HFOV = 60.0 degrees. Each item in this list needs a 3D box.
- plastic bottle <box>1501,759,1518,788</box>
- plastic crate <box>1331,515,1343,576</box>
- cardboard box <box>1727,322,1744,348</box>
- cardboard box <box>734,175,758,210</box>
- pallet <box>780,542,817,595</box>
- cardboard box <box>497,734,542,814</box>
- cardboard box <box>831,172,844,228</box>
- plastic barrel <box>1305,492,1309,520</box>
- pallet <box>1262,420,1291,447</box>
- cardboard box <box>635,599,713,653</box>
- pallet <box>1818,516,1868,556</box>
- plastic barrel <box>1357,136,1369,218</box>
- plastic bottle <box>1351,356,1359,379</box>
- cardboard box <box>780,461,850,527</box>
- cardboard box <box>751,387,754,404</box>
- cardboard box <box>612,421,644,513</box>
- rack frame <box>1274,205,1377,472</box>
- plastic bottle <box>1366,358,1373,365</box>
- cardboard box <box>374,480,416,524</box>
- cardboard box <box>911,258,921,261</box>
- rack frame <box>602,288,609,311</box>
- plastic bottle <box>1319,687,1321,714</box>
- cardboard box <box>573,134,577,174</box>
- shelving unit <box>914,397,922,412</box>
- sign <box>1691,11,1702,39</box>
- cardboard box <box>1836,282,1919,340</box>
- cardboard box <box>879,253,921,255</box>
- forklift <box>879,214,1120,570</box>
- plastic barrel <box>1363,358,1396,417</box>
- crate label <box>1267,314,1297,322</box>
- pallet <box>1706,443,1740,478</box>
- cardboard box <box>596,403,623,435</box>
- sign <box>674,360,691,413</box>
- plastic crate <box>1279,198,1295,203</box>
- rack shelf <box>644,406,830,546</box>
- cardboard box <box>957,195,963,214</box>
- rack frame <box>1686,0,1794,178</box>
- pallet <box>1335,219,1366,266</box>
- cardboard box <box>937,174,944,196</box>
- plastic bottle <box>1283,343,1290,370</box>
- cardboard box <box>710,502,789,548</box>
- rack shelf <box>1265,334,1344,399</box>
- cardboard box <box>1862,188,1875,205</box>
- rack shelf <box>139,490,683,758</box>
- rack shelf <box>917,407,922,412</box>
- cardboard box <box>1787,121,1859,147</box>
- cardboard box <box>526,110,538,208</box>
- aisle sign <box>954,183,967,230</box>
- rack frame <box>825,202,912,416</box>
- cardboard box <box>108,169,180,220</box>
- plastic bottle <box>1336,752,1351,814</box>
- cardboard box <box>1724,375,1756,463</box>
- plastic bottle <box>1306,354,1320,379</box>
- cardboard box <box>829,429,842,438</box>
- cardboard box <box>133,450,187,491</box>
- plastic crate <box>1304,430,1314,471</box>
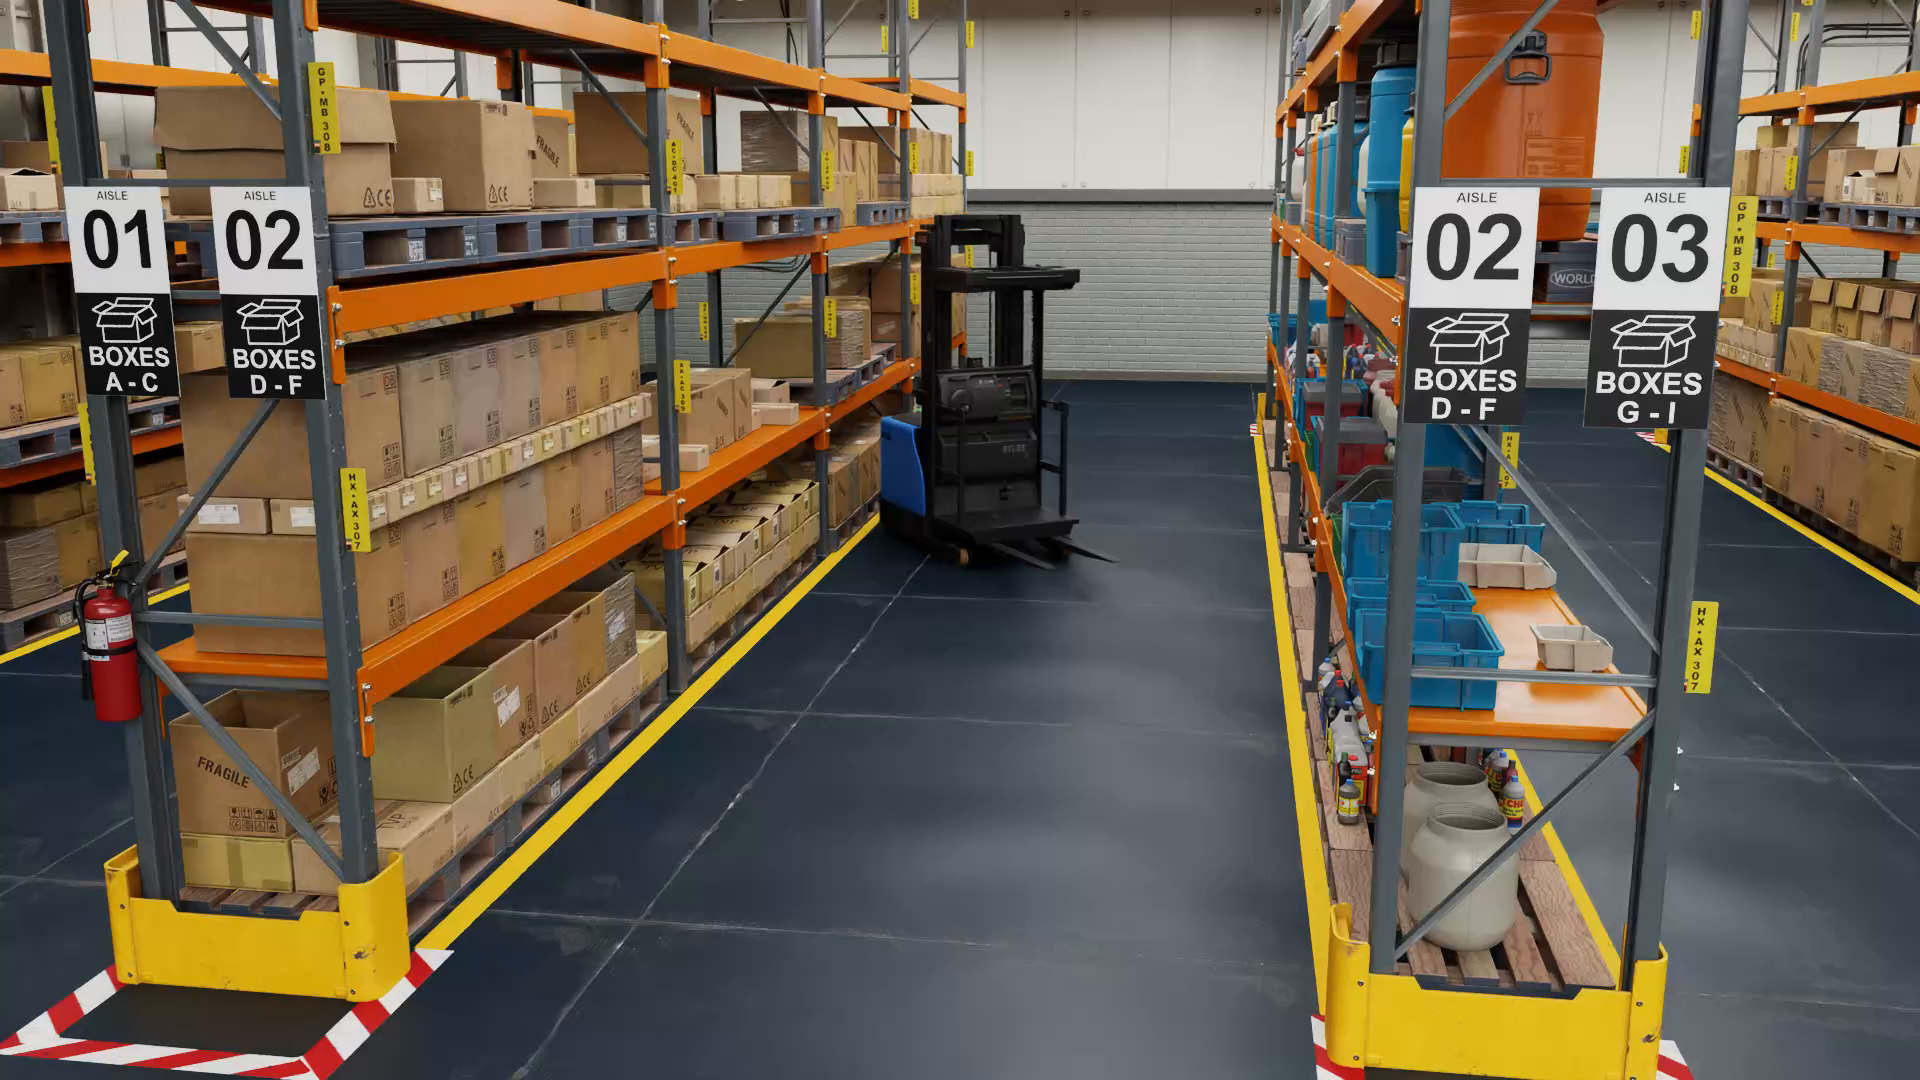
[{"bbox_3d":[2.651,1.187,8.025,0.061,0.283,0.133,2,12,10],"label":"plastic bottle"},{"bbox_3d":[2.139,0.032,8.483,0.450,0.188,0.662,2,12,9],"label":"plastic crate"},{"bbox_3d":[8.715,-2.236,18.155,0.500,0.250,0.500,2,12,10],"label":"cardboard box"},{"bbox_3d":[-1.828,-2.612,12.490,0.500,0.250,0.500,2,12,8],"label":"cardboard box"},{"bbox_3d":[-1.817,0.195,13.845,1.003,0.211,1.213,2,12,9],"label":"pallet"},{"bbox_3d":[-2.430,1.153,8.310,0.500,0.250,0.500,2,12,9],"label":"cardboard box"},{"bbox_3d":[-1.540,-3.052,14.934,0.910,0.500,0.500,2,12,9],"label":"cardboard box"},{"bbox_3d":[3.299,-0.389,14.844,0.421,0.512,0.421,0,12,0],"label":"plastic barrel"},{"bbox_3d":[4.307,-1.309,20.823,1.003,0.211,1.213,2,12,9],"label":"pallet"},{"bbox_3d":[-1.961,0.557,11.075,0.500,0.250,0.500,2,12,7],"label":"cardboard box"},{"bbox_3d":[8.521,-0.069,15.067,1.003,0.211,1.213,2,12,9],"label":"pallet"},{"bbox_3d":[2.366,-1.988,8.971,0.421,0.512,0.421,0,12,0],"label":"plastic barrel"},{"bbox_3d":[3.835,-1.646,16.071,0.097,0.271,0.097,0,12,0],"label":"plastic bottle"},{"bbox_3d":[-1.300,-0.417,14.955,0.500,0.500,0.500,2,12,11],"label":"cardboard box"},{"bbox_3d":[-1.981,-1.115,13.516,0.500,0.311,0.500,2,12,8],"label":"cardboard box"},{"bbox_3d":[-2.329,-0.462,10.037,0.700,0.500,0.500,2,12,7],"label":"cardboard box"},{"bbox_3d":[3.857,-2.010,17.456,1.000,3.000,0.127,2,12,9],"label":"rack frame"},{"bbox_3d":[3.926,-1.599,15.846,0.152,0.276,0.135,2,12,9],"label":"plastic bottle"},{"bbox_3d":[-2.572,-0.169,7.137,0.380,0.149,0.250,2,12,7],"label":"cardboard box"},{"bbox_3d":[-0.450,-3.120,19.996,0.500,0.500,0.500,2,12,10],"label":"cardboard box"},{"bbox_3d":[-5.317,-3.164,22.810,1.000,3.000,0.127,2,12,9],"label":"rack frame"},{"bbox_3d":[2.113,0.903,9.539,0.097,0.201,0.097,0,12,0],"label":"plastic bottle"},{"bbox_3d":[-5.160,-5.016,21.628,0.500,0.500,0.500,2,12,8],"label":"cardboard box"},{"bbox_3d":[-0.234,-0.817,16.192,0.258,1.200,0.503,5,13,21],"label":"shelving unit"},{"bbox_3d":[8.819,-6.168,19.918,0.100,0.325,0.005,2,12,9],"label":"sign"},{"bbox_3d":[8.544,-2.113,15.316,0.797,0.503,0.637,2,12,9],"label":"cardboard box"},{"bbox_3d":[-0.751,-3.458,21.564,0.500,0.500,0.500,2,12,10],"label":"cardboard box"},{"bbox_3d":[0.336,-1.302,14.334,1.130,2.935,3.031,-6,13,-25],"label":"forklift"},{"bbox_3d":[3.470,-1.137,13.085,0.600,0.536,0.708,2,12,9],"label":"plastic barrel"},{"bbox_3d":[4.109,-2.749,21.142,0.416,0.233,0.303,2,12,9],"label":"crate label"},{"bbox_3d":[9.130,-0.897,18.910,1.003,0.211,1.213,2,12,9],"label":"pallet"},{"bbox_3d":[-2.175,-0.702,9.612,0.380,0.149,0.250,2,12,7],"label":"cardboard box"},{"bbox_3d":[-1.719,-0.950,10.296,0.100,0.325,0.005,2,12,9],"label":"sign"},{"bbox_3d":[3.681,-3.594,18.085,0.416,0.233,0.300,2,12,9],"label":"plastic crate"},{"bbox_3d":[-1.960,-0.571,12.485,1.077,0.370,4.000,2,12,9],"label":"rack shelf"},{"bbox_3d":[-0.240,-4.281,21.232,0.500,0.250,0.500,2,12,9],"label":"cardboard box"},{"bbox_3d":[9.366,-5.615,19.943,1.000,3.000,0.127,2,12,9],"label":"rack frame"},{"bbox_3d":[2.612,-1.565,8.721,1.213,0.211,1.003,2,12,9],"label":"pallet"},{"bbox_3d":[-0.477,-4.214,19.732,0.500,0.250,0.500,2,12,9],"label":"cardboard box"},{"bbox_3d":[3.379,-1.890,17.179,0.061,0.283,0.133,2,12,9],"label":"plastic bottle"},{"bbox_3d":[-1.643,-0.143,12.994,0.500,0.311,0.500,2,12,8],"label":"cardboard box"},{"bbox_3d":[4.164,-2.075,19.464,1.077,0.370,4.000,2,12,9],"label":"rack shelf"},{"bbox_3d":[8.374,-3.093,14.962,0.380,0.149,0.250,1,12,6],"label":"cardboard box"},{"bbox_3d":[-2.575,0.262,8.621,1.077,0.370,4.000,2,12,9],"label":"rack shelf"},{"bbox_3d":[-0.234,-1.223,16.104,0.258,0.148,0.480,5,13,21],"label":"rack shelf"},{"bbox_3d":[8.902,-4.181,17.159,0.500,0.250,0.500,1,12,5],"label":"cardboard box"},{"bbox_3d":[-2.645,-1.958,8.520,0.797,0.503,0.637,3,13,15],"label":"cardboard box"},{"bbox_3d":[-0.109,-4.279,21.814,0.394,0.787,0.004,2,12,9],"label":"aisle sign"},{"bbox_3d":[-1.037,-2.171,18.205,1.000,3.000,0.127,2,12,9],"label":"rack frame"},{"bbox_3d":[-6.838,-2.758,13.515,0.797,0.503,0.637,4,13,17],"label":"cardboard box"},{"bbox_3d":[1.861,1.179,8.061,0.061,0.283,0.133,2,12,10],"label":"plastic bottle"},{"bbox_3d":[9.070,-1.338,18.386,0.875,0.875,0.875,2,12,9],"label":"cardboard box"},{"bbox_3d":[3.417,-1.668,16.162,0.152,0.276,0.135,2,12,9],"label":"plastic bottle"},{"bbox_3d":[-1.508,-0.856,16.993,0.500,0.500,0.500,2,12,9],"label":"cardboard box"},{"bbox_3d":[-6.756,-0.590,13.976,0.500,0.250,0.500,2,12,10],"label":"cardboard box"},{"bbox_3d":[2.615,-0.613,11.476,0.450,0.188,0.662,2,12,9],"label":"plastic crate"}]
